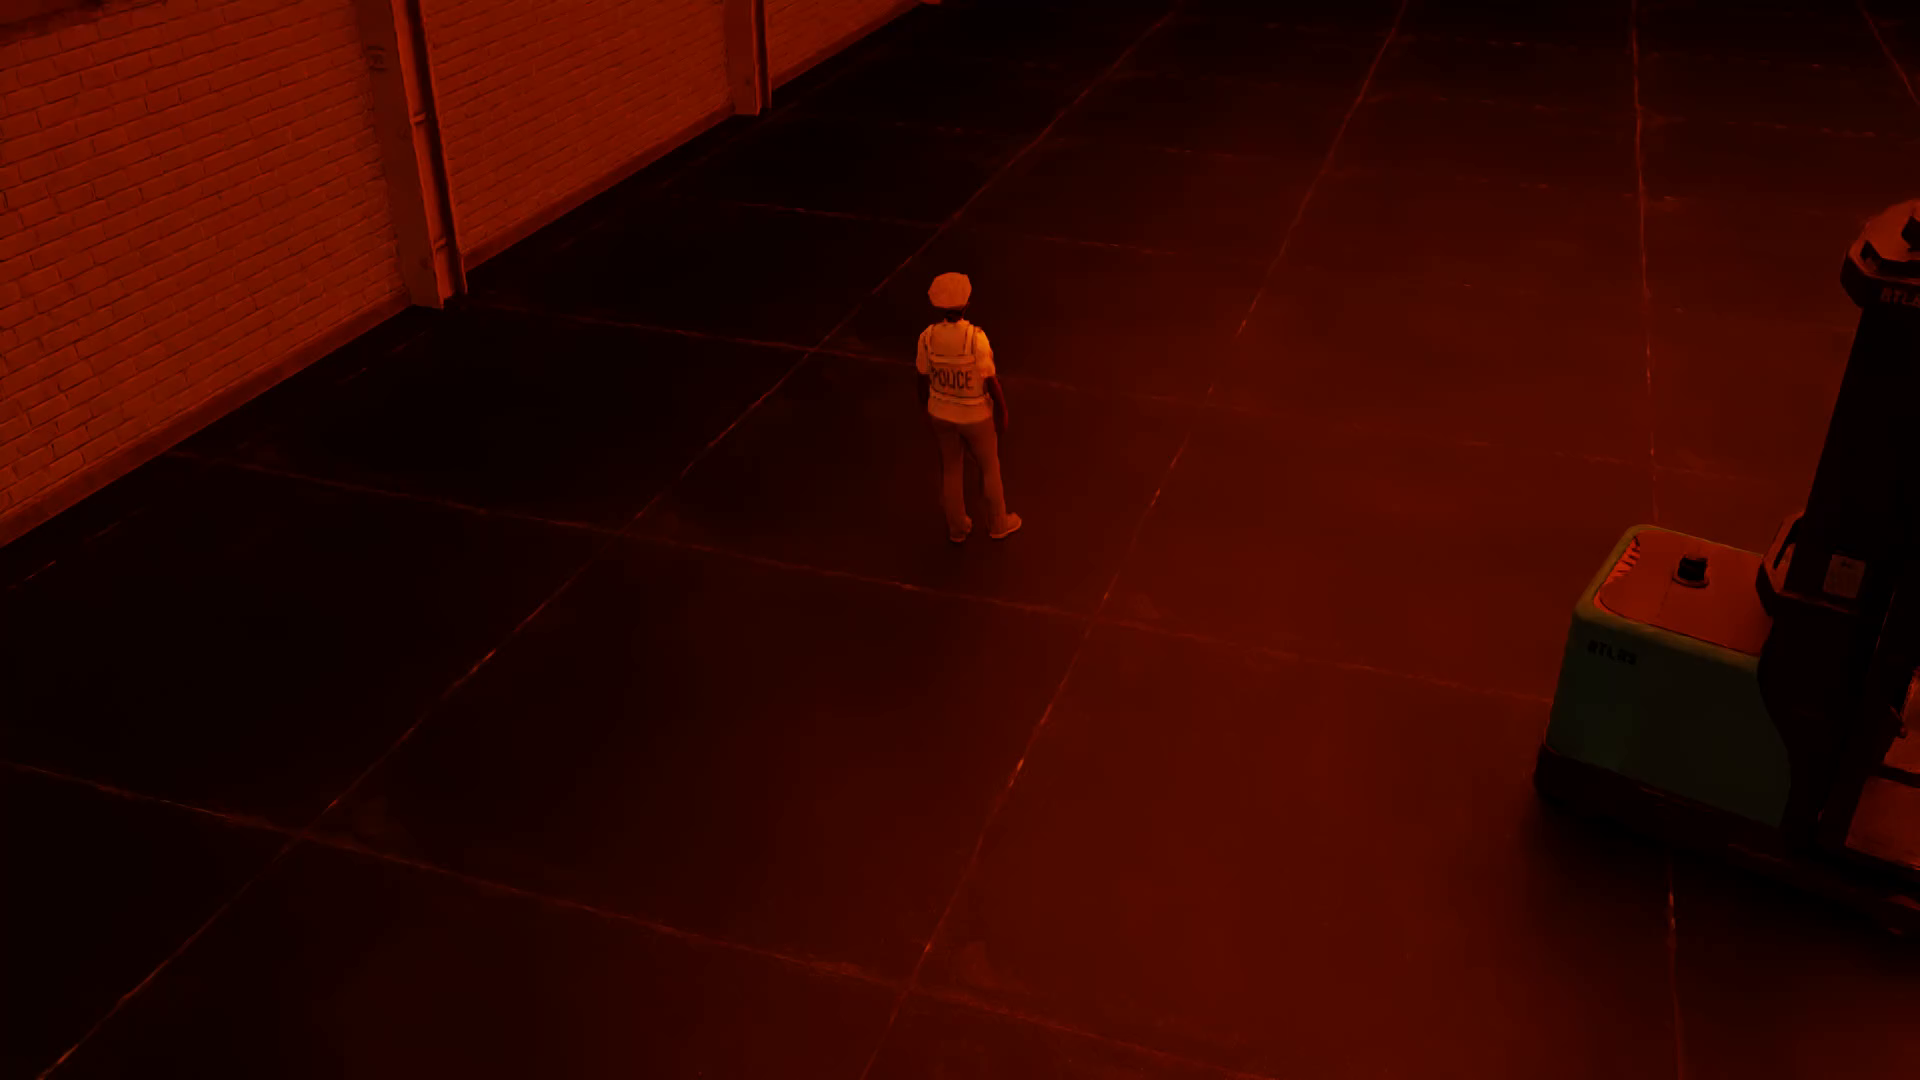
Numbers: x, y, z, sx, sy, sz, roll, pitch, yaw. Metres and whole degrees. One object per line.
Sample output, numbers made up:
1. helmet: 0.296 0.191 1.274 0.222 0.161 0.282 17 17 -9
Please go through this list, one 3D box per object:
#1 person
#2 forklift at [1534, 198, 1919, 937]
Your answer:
1. person: 0.043 -0.775 9.729 0.570 1.695 0.529 10 31 16
2. forklift: 4.239 0.172 6.835 3.031 2.935 1.130 19 35 29
